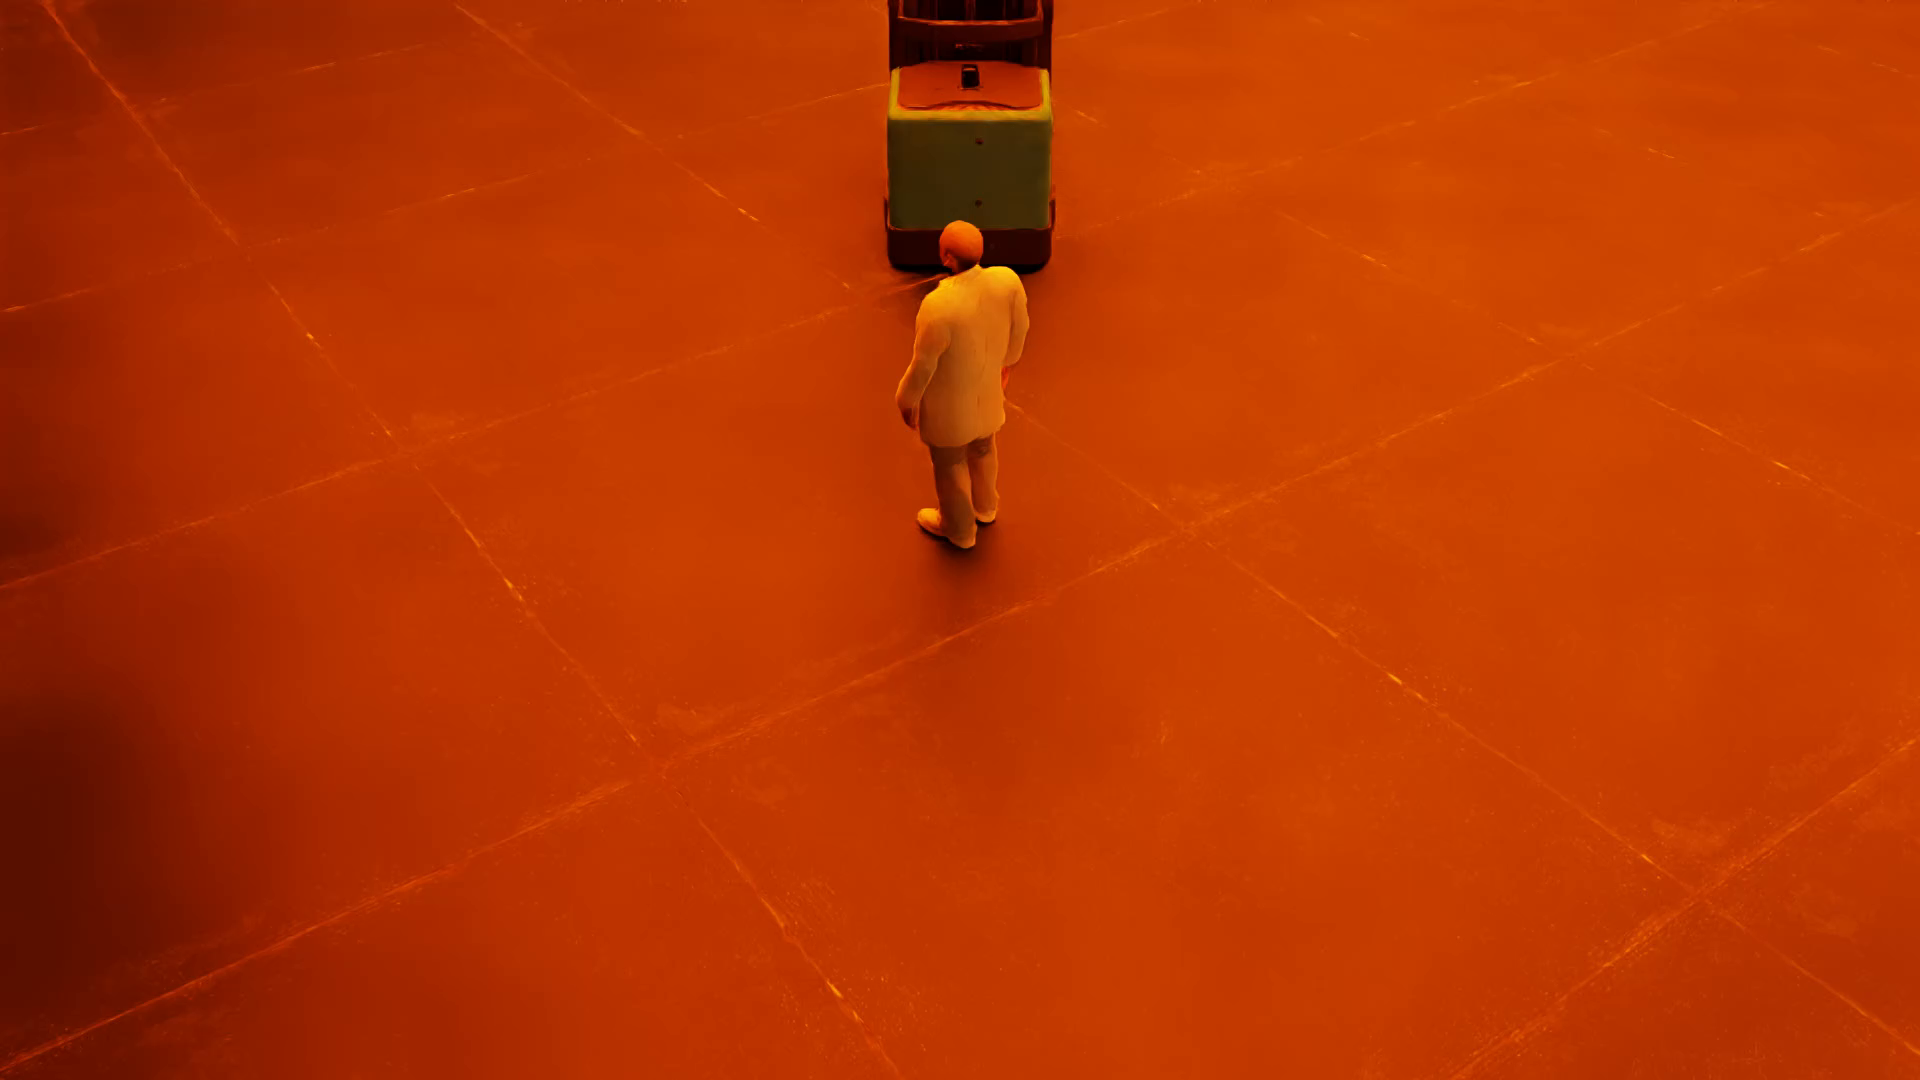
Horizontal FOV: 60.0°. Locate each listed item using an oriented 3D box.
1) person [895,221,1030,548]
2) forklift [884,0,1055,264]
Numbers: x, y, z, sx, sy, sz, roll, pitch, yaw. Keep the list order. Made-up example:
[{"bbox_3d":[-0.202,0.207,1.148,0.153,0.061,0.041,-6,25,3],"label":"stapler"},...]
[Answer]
[{"bbox_3d":[-0.049,-0.766,7.939,0.694,1.776,0.579,-23,42,-28],"label":"person"},{"bbox_3d":[0.072,-3.793,11.074,1.130,2.935,3.031,0,36,0],"label":"forklift"}]
